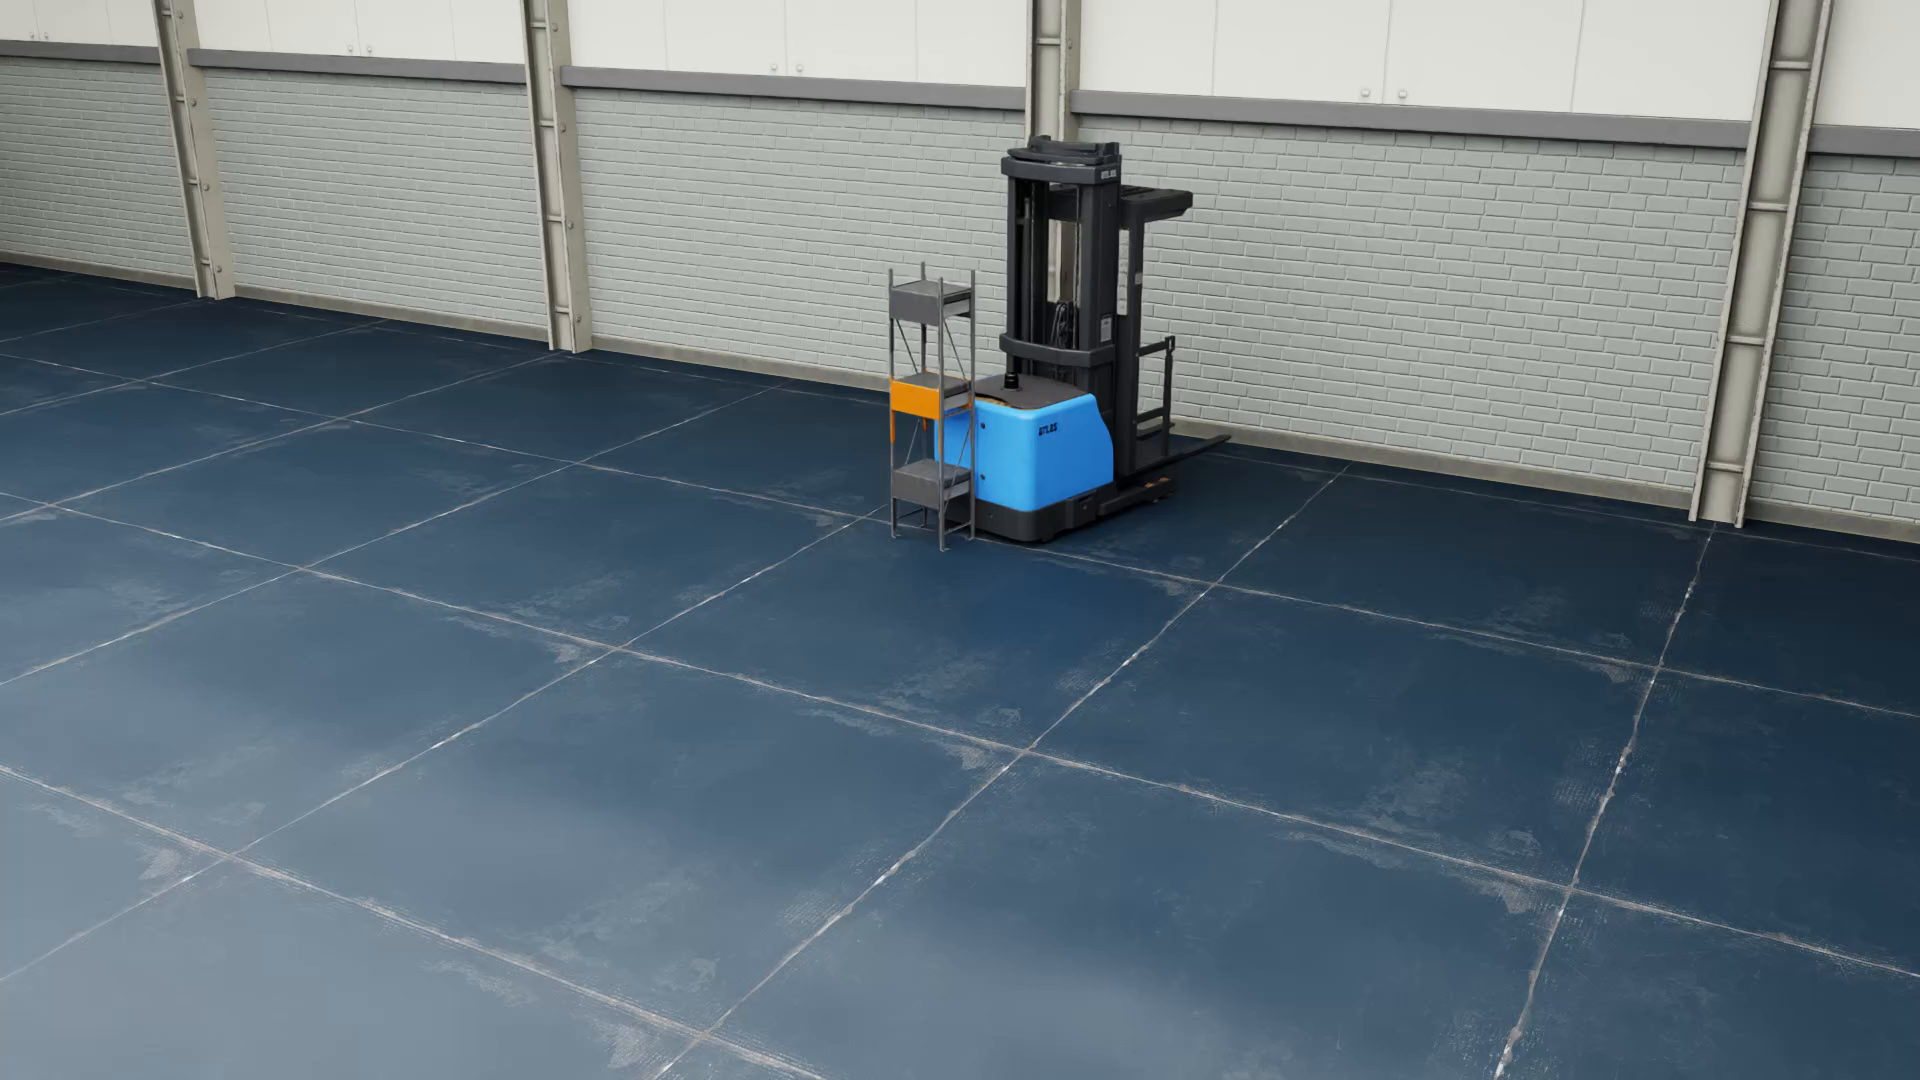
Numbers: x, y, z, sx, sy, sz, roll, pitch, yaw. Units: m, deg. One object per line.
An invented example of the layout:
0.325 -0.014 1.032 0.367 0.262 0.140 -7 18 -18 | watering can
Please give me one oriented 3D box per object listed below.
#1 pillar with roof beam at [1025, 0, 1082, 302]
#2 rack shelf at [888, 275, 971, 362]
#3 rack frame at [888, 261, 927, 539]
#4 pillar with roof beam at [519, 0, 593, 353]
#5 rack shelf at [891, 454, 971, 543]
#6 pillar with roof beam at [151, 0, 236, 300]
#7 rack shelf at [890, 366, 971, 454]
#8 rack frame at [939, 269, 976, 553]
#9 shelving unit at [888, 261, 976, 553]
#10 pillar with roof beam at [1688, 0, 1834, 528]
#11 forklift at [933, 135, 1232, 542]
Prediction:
-1.262 -4.119 11.023 0.400 9.000 9.100 11 23 27 | pillar with roof beam
-0.207 -1.642 12.300 0.480 0.518 0.431 16 25 37 | rack shelf
-0.395 -1.050 12.680 0.015 2.100 0.400 16 25 37 | rack frame
-6.500 -5.116 13.774 0.400 9.000 9.100 11 23 27 | pillar with roof beam
-0.207 -0.326 12.778 0.480 0.518 0.431 16 25 37 | rack shelf
-11.738 -6.114 16.524 0.400 9.000 9.100 11 23 27 | pillar with roof beam
-0.207 -0.984 12.539 0.480 0.518 0.431 16 25 37 | rack shelf
-0.018 -0.944 12.389 0.015 2.100 0.400 16 25 37 | rack frame
-0.207 -0.997 12.535 0.503 2.100 0.431 16 25 37 | shelving unit
3.976 -3.121 8.272 0.400 9.000 9.100 11 23 27 | pillar with roof beam
1.148 -1.785 13.487 1.130 2.935 3.031 17 26 39 | forklift
